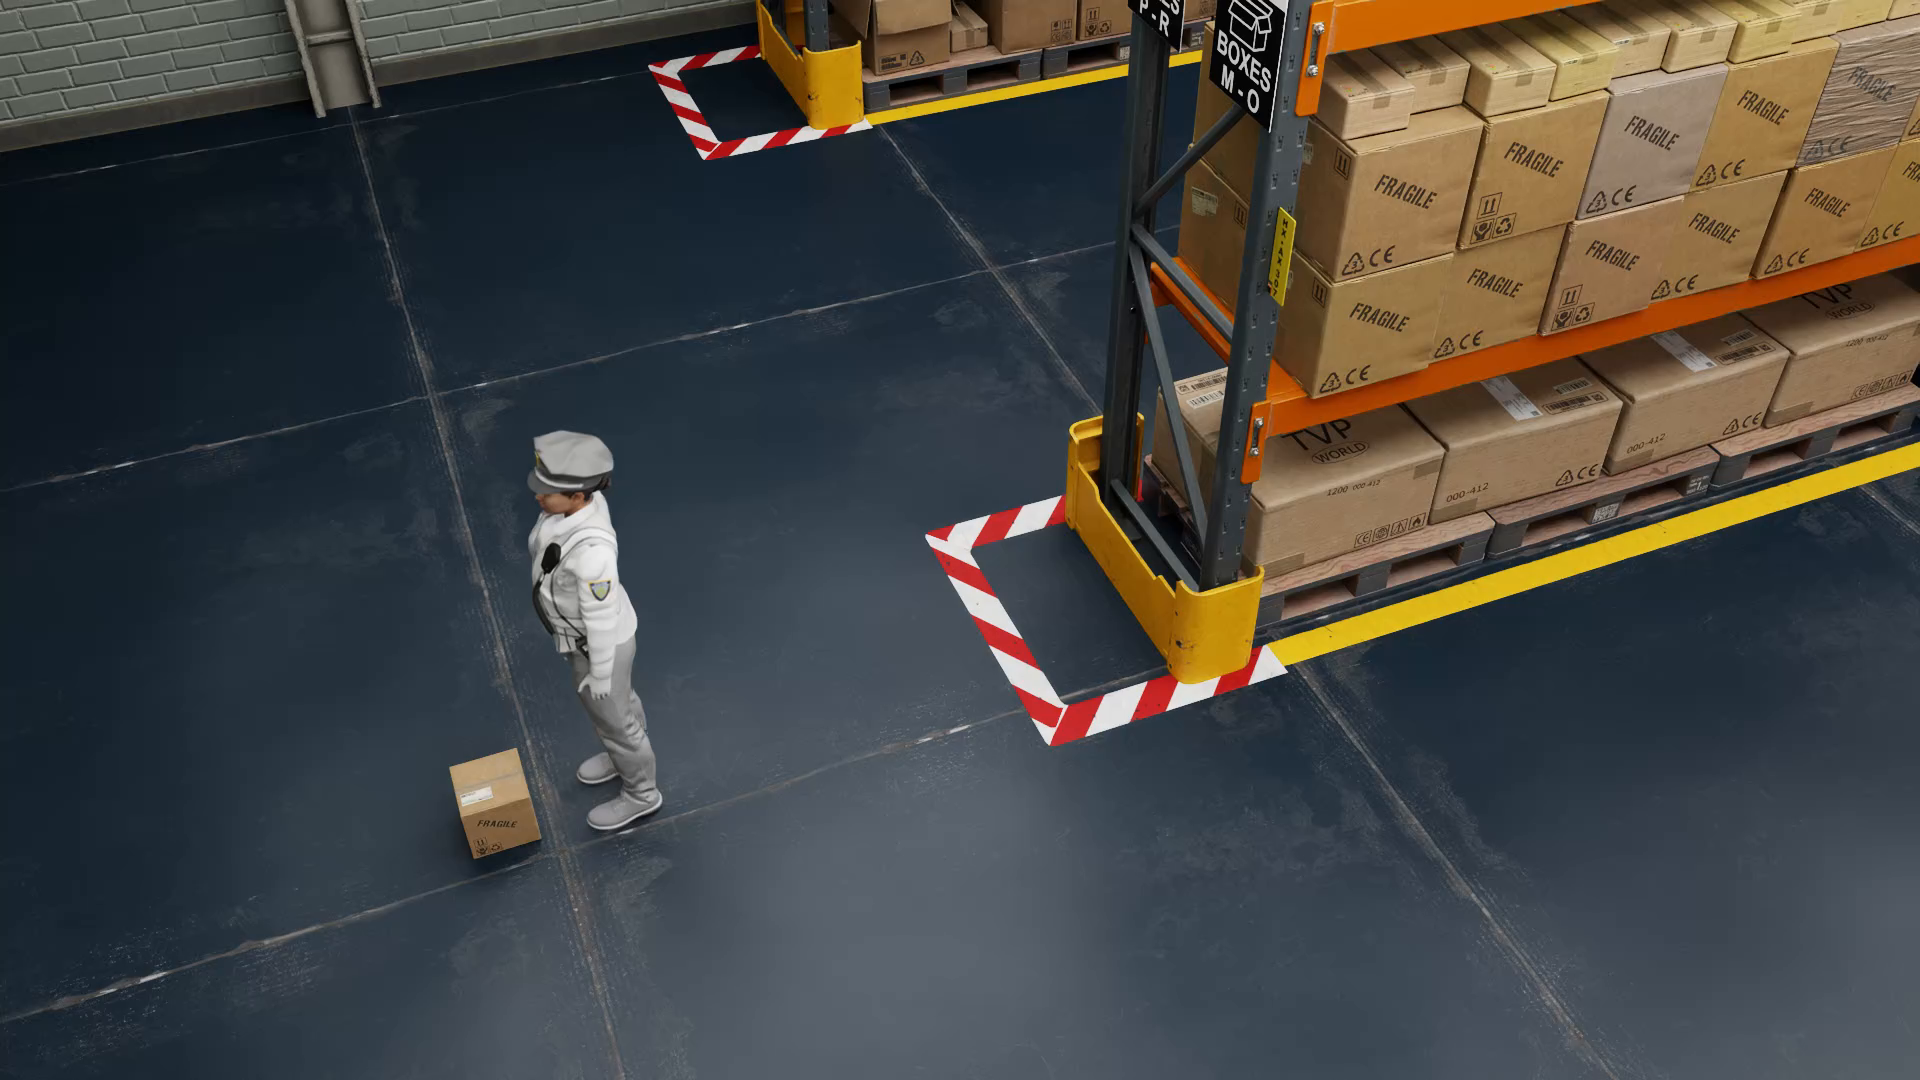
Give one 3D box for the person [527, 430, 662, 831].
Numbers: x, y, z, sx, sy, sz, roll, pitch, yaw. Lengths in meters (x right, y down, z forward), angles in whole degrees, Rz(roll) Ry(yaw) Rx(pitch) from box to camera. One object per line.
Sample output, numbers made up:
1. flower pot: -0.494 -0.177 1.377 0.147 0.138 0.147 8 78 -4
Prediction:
1. person: -1.276 0.329 5.779 0.347 1.690 0.472 -14 44 -15
